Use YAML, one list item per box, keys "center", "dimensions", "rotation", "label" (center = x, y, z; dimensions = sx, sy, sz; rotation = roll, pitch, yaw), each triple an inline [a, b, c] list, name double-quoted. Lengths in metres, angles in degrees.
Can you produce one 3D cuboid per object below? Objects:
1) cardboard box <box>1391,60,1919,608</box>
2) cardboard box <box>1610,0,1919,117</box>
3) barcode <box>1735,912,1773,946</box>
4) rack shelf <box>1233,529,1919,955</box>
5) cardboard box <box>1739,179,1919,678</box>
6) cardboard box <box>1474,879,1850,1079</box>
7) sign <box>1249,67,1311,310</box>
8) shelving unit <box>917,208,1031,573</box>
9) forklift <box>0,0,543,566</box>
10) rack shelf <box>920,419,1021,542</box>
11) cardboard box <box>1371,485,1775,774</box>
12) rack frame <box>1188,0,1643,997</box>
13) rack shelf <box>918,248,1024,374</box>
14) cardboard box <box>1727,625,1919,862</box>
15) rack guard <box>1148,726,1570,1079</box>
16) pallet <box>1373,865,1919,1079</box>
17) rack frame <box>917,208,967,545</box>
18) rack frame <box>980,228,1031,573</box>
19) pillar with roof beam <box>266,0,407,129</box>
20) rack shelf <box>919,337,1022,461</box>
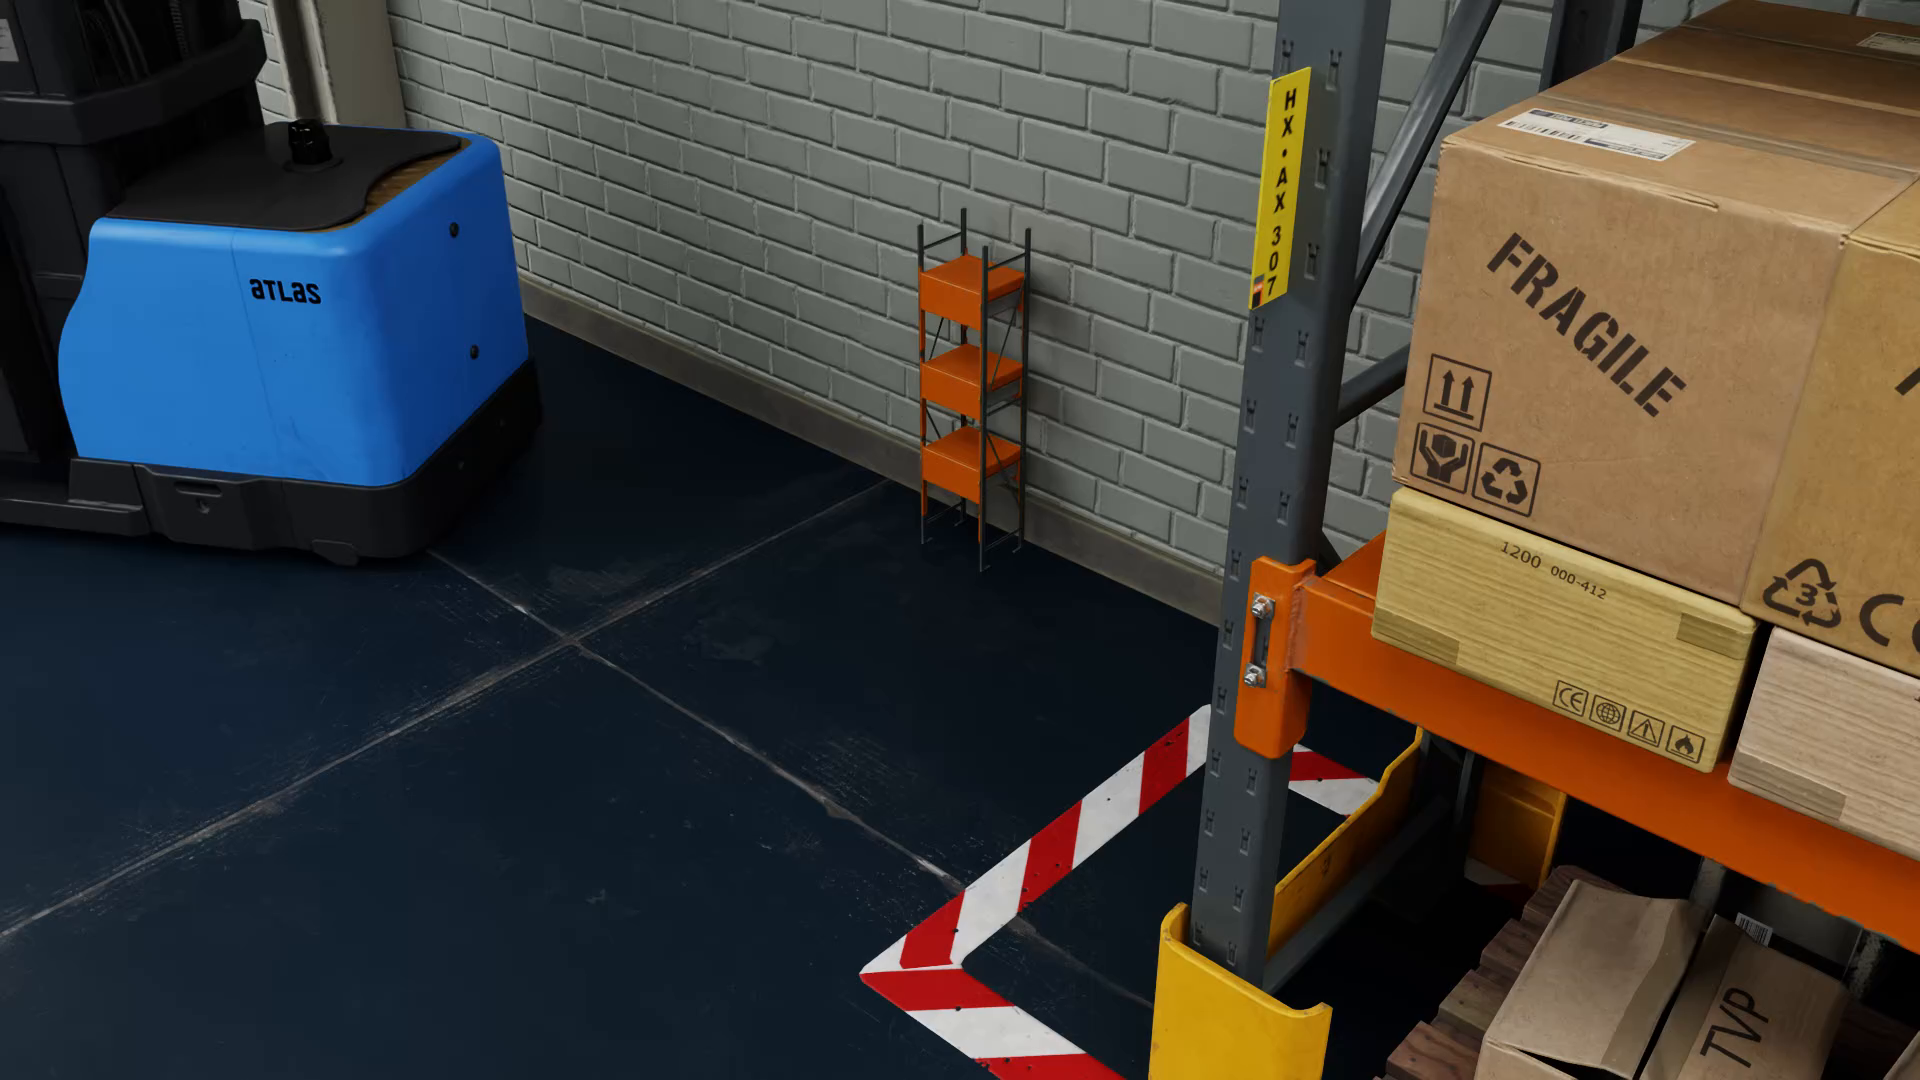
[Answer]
- center: [0.961, -0.306, 2.249]
  dimensions: [0.500, 0.500, 0.500]
  rotation: [25, 39, 35]
  label: "cardboard box"
- center: [1.301, -0.504, 2.578]
  dimensions: [0.500, 0.500, 0.500]
  rotation: [25, 39, 35]
  label: "cardboard box"
- center: [1.543, 0.766, 3.241]
  dimensions: [0.075, 0.075, 0.001]
  rotation: [25, 39, 35]
  label: "barcode"
- center: [2.291, 0.680, 1.910]
  dimensions: [4.000, 0.370, 1.077]
  rotation: [25, 39, 35]
  label: "rack shelf"
- center: [1.320, -0.131, 1.959]
  dimensions: [0.500, 0.500, 0.500]
  rotation: [25, 39, 35]
  label: "cardboard box"
- center: [1.261, 0.917, 2.999]
  dimensions: [0.500, 0.311, 0.500]
  rotation: [20, 37, 30]
  label: "cardboard box"
- center: [0.444, -0.484, 2.306]
  dimensions: [0.005, 0.325, 0.100]
  rotation: [25, 39, 35]
  label: "sign"
- center: [0.040, -0.431, 4.948]
  dimensions: [0.252, 1.050, 0.215]
  rotation: [25, 39, 35]
  label: "shelving unit"
- center: [-3.029, -1.547, 4.978]
  dimensions: [3.031, 2.935, 1.130]
  rotation: [6, 32, 10]
  label: "forklift"
- center: [0.040, -0.184, 5.097]
  dimensions: [0.240, 0.259, 0.215]
  rotation: [25, 39, 35]
  label: "rack shelf"
- center: [0.957, 0.025, 2.426]
  dimensions: [0.500, 0.250, 0.500]
  rotation: [24, 38, 34]
  label: "cardboard box"
- center: [0.808, -0.321, 2.874]
  dimensions: [0.127, 3.000, 1.000]
  rotation: [25, 39, 35]
  label: "rack frame"
- center: [0.040, -0.665, 4.808]
  dimensions: [0.240, 0.259, 0.215]
  rotation: [25, 39, 35]
  label: "rack shelf"
- center: [1.352, 0.200, 2.136]
  dimensions: [0.500, 0.250, 0.500]
  rotation: [24, 38, 34]
  label: "cardboard box"
- center: [0.865, 0.777, 3.475]
  dimensions: [0.348, 0.500, 1.175]
  rotation: [25, 39, 35]
  label: "rack guard"
- center: [1.443, 1.195, 3.060]
  dimensions: [1.213, 0.211, 1.003]
  rotation: [25, 39, 35]
  label: "pallet"
- center: [-0.051, -0.473, 5.019]
  dimensions: [0.008, 1.050, 0.200]
  rotation: [25, 39, 35]
  label: "rack frame"
- center: [0.130, -0.389, 4.878]
  dimensions: [0.008, 1.050, 0.200]
  rotation: [25, 39, 35]
  label: "rack frame"
- center: [-5.430, -3.410, 2.189]
  dimensions: [0.400, 9.000, 9.100]
  rotation: [25, 39, 35]
  label: "pillar with roof beam"
- center: [0.040, -0.422, 4.954]
  dimensions: [0.240, 0.259, 0.215]
  rotation: [25, 39, 35]
  label: "rack shelf"
